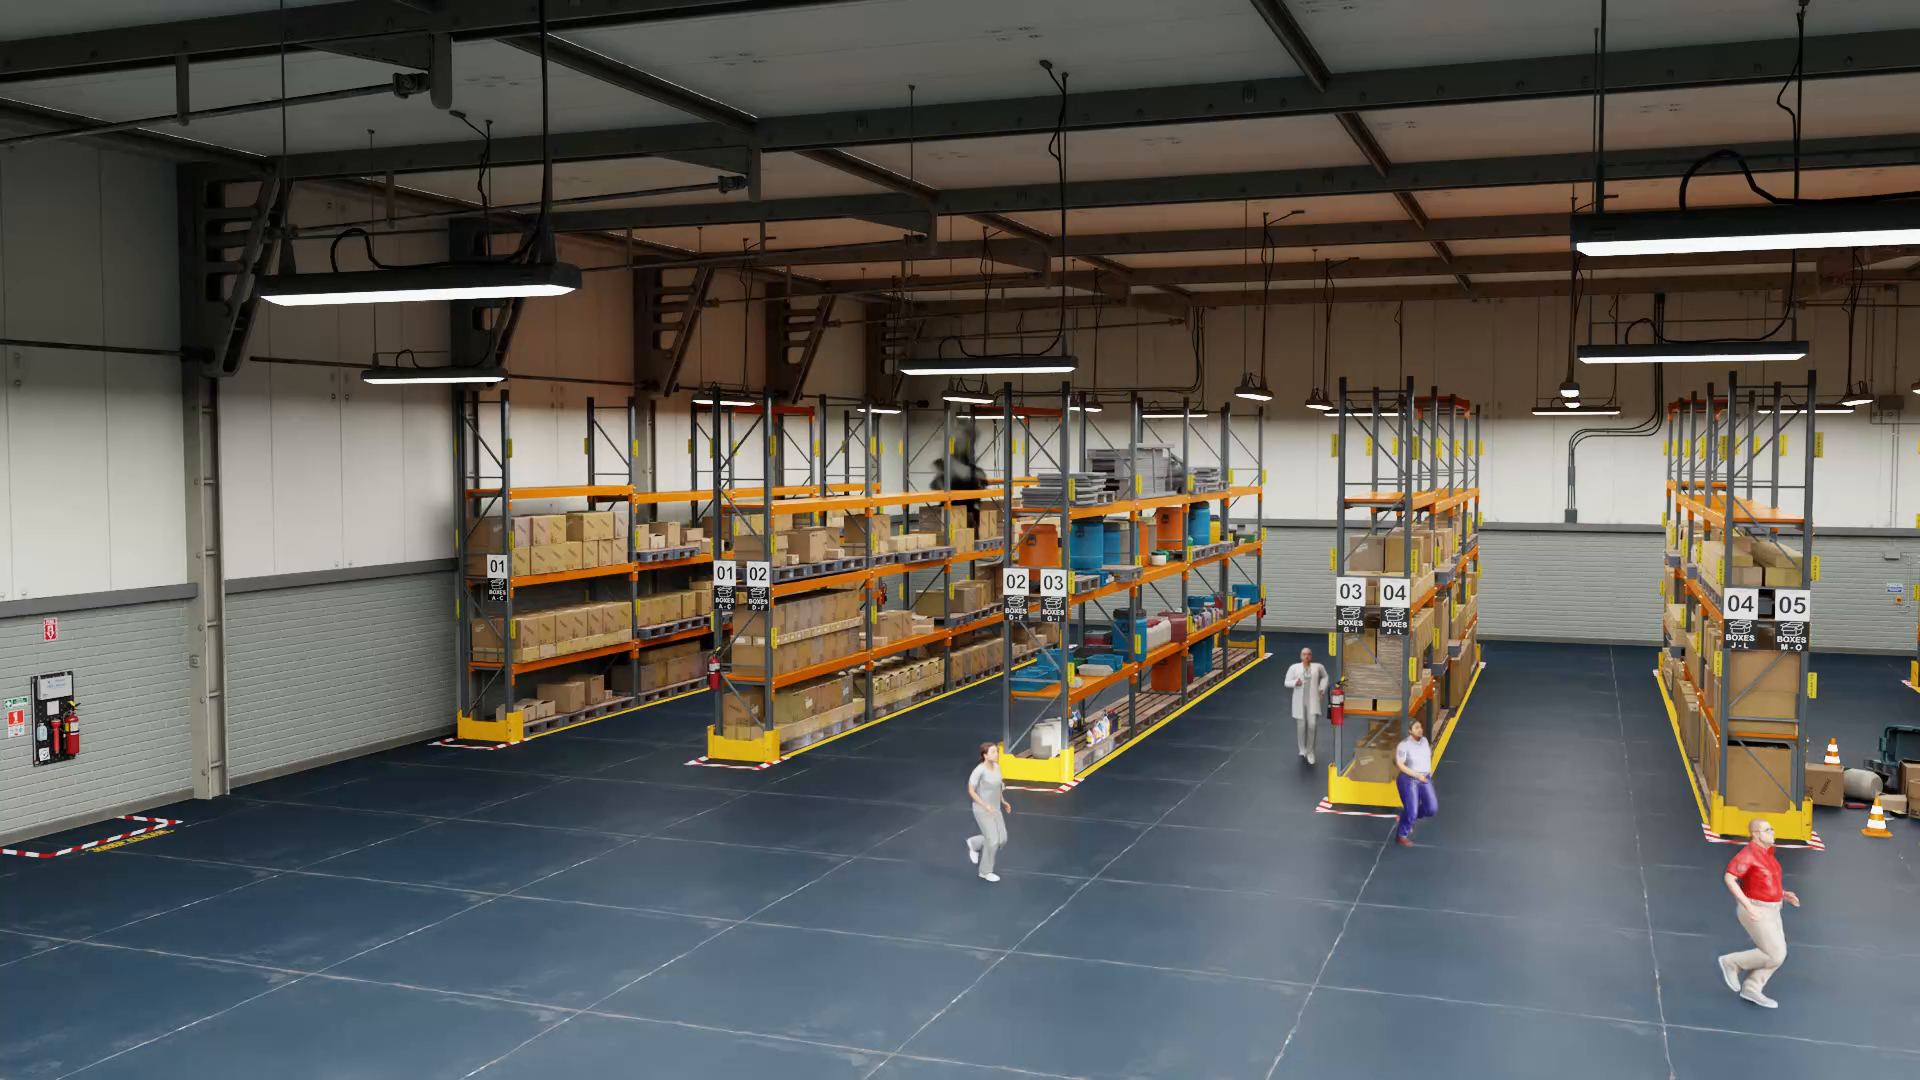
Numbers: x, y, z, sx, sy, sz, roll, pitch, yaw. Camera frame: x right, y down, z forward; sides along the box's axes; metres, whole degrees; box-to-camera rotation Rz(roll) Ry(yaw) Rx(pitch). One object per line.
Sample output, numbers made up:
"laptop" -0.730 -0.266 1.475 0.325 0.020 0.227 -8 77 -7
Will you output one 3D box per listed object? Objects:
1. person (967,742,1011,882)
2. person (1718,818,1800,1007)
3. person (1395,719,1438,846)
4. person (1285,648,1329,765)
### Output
"person" 0.272 3.136 19.341 0.602 1.619 0.545 3 4 41
"person" 7.195 3.346 14.954 0.672 1.688 0.598 -3 4 -44
"person" 5.759 3.057 20.916 0.635 1.608 0.600 -1 3 -25
"person" 5.547 2.644 26.641 0.686 1.837 0.806 1 3 13
